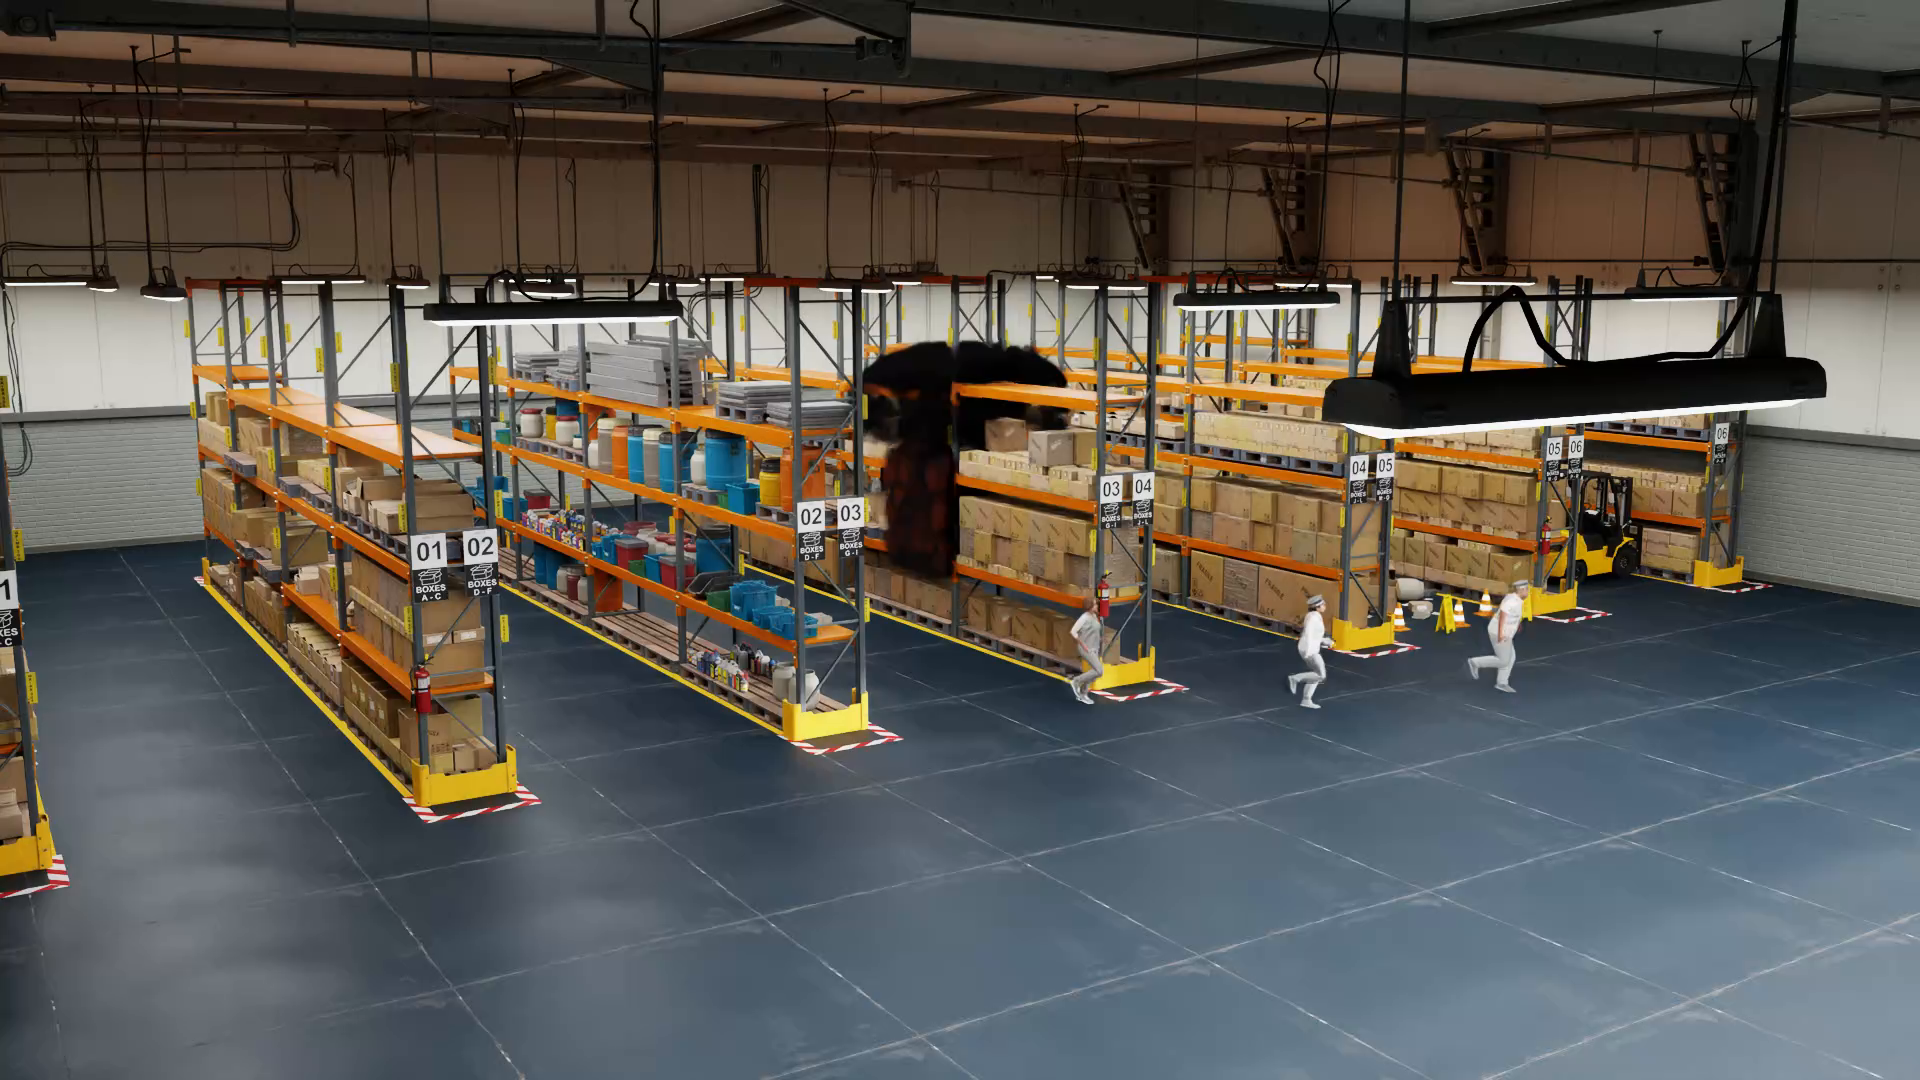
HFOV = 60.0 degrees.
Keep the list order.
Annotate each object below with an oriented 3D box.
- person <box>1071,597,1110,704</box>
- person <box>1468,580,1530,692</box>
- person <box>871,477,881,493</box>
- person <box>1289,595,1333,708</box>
[{"bbox_3d":[1.881,1.593,23.909,0.540,1.569,0.536,4,10,23],"label":"person"},{"bbox_3d":[7.986,1.414,24.677,0.837,1.718,0.661,2,10,10],"label":"person"},{"bbox_3d":[-2.049,-1.550,41.889,0.530,1.736,0.773,-1,10,-7],"label":"person"},{"bbox_3d":[5.012,1.595,23.704,0.639,1.649,0.653,0,10,0],"label":"person"}]
